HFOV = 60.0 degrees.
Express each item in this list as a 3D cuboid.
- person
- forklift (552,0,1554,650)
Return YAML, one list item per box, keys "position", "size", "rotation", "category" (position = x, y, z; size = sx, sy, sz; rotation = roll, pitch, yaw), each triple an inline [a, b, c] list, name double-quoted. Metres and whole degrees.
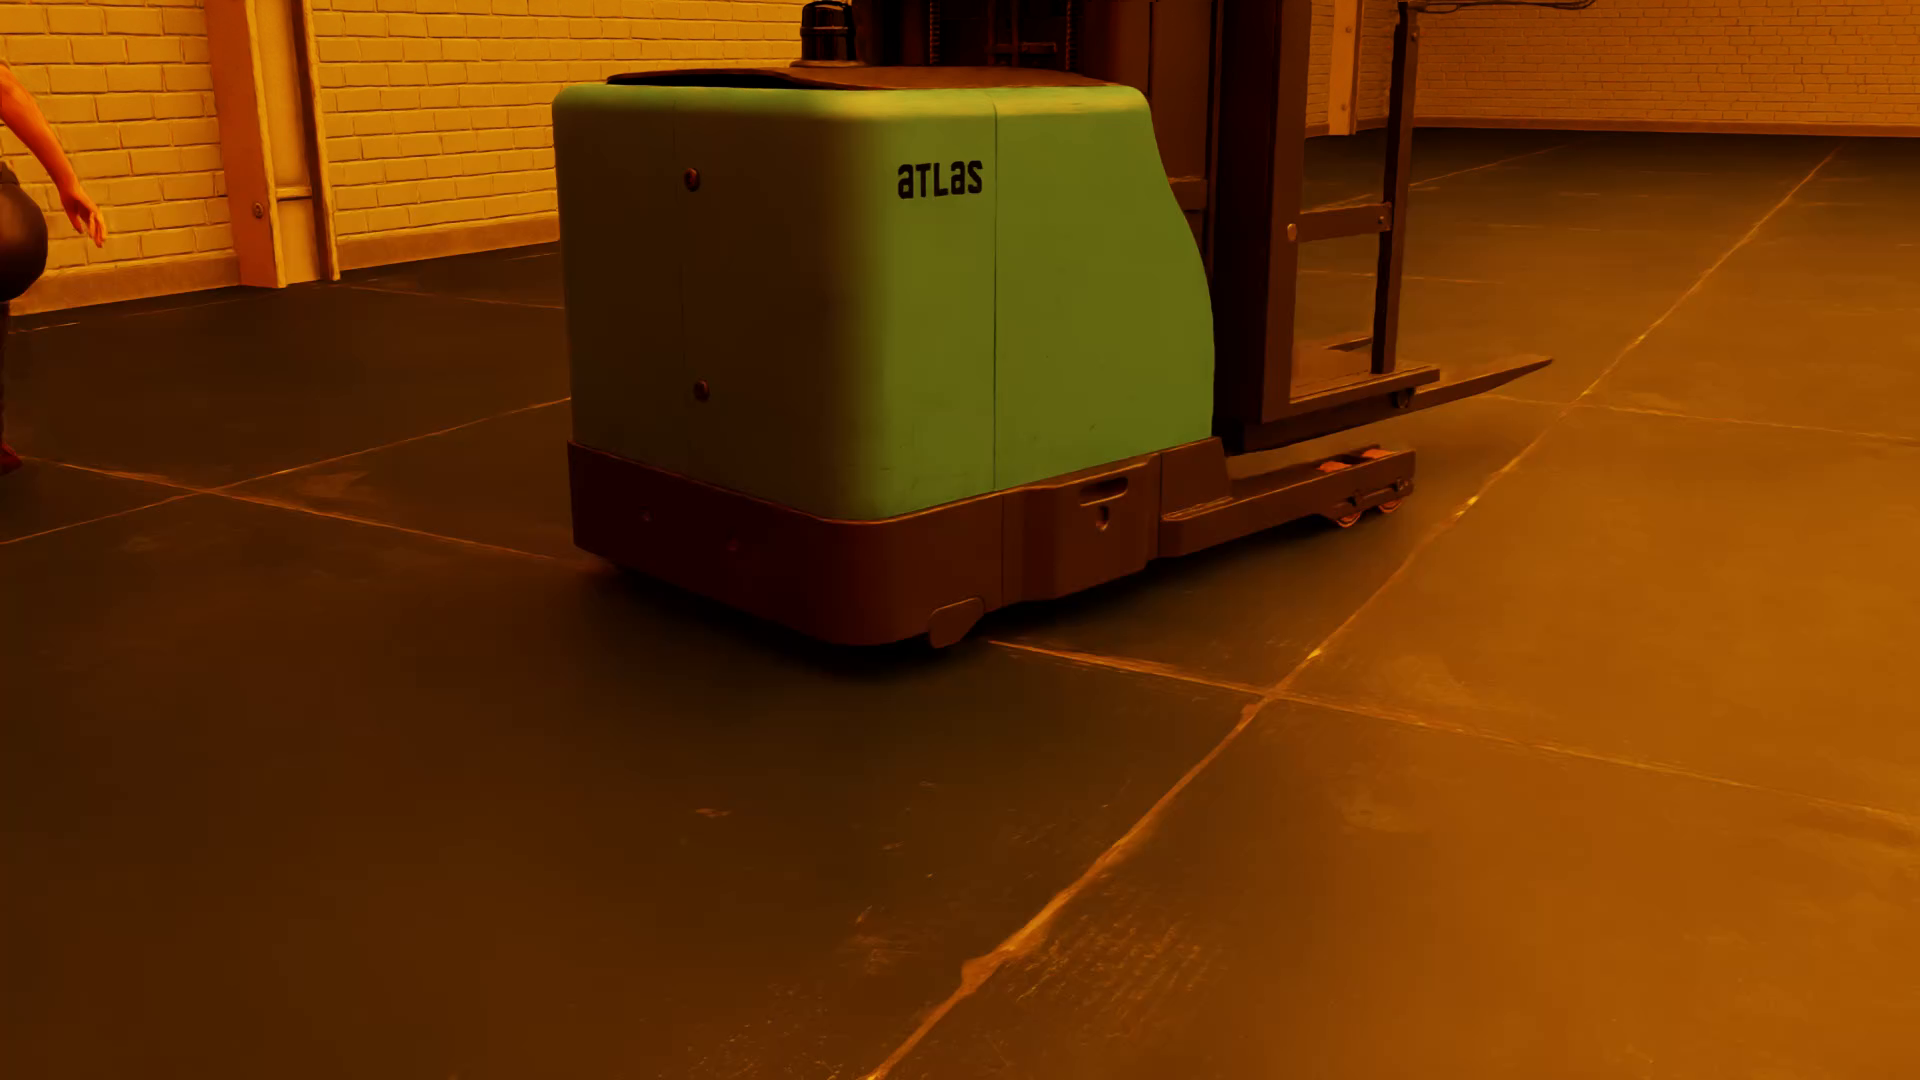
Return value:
- position: [-2.562, -0.780, 4.167]
  size: [0.705, 1.460, 0.713]
  rotation: [-10, 19, -31]
  category: "person"
- position: [0.533, -1.529, 4.046]
  size: [3.031, 2.935, 1.130]
  rotation: [-15, 22, -42]
  category: "forklift"
